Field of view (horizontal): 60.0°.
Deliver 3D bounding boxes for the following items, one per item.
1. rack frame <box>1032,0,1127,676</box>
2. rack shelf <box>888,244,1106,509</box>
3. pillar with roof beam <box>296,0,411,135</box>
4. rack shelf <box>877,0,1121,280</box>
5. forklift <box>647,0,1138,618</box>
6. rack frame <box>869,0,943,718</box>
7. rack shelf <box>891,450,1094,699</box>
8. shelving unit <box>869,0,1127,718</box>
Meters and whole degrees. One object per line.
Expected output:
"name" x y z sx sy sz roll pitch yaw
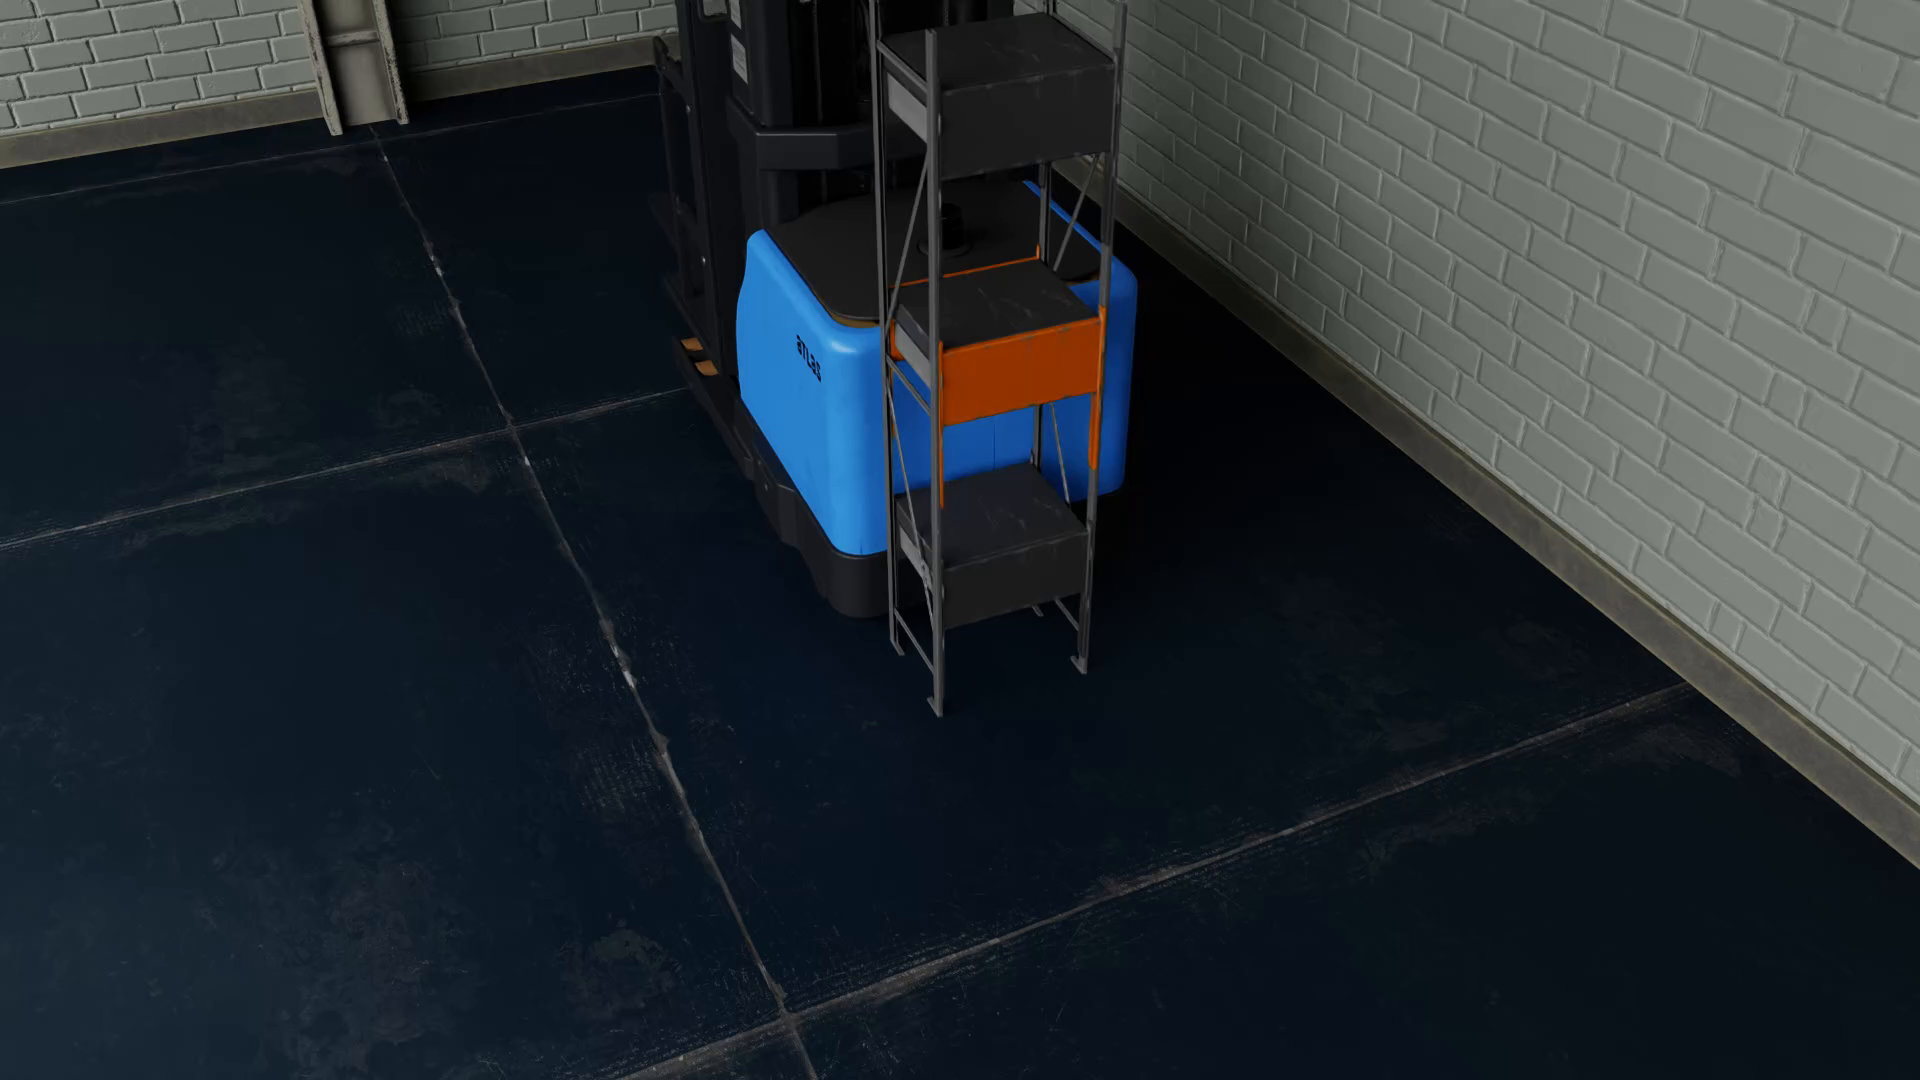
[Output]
"rack frame" 0.310 -0.531 4.704 0.015 2.100 0.400 -15 39 -19
"rack shelf" 0.086 -0.463 4.634 0.480 0.518 0.431 -15 39 -19
"pillar with roof beam" -1.287 -3.506 2.923 0.400 9.000 9.100 -16 39 -20
"rack shelf" 0.086 -1.025 4.217 0.480 0.518 0.431 -15 39 -19
"forklift" -0.490 -1.802 5.719 1.130 2.935 3.031 -15 39 -19
"rack frame" -0.138 -0.416 4.548 0.015 2.100 0.400 -15 39 -19
"rack shelf" 0.086 0.100 5.051 0.480 0.518 0.431 -15 39 -19
"shelving unit" 0.086 -0.474 4.626 0.503 2.100 0.431 -15 39 -19
